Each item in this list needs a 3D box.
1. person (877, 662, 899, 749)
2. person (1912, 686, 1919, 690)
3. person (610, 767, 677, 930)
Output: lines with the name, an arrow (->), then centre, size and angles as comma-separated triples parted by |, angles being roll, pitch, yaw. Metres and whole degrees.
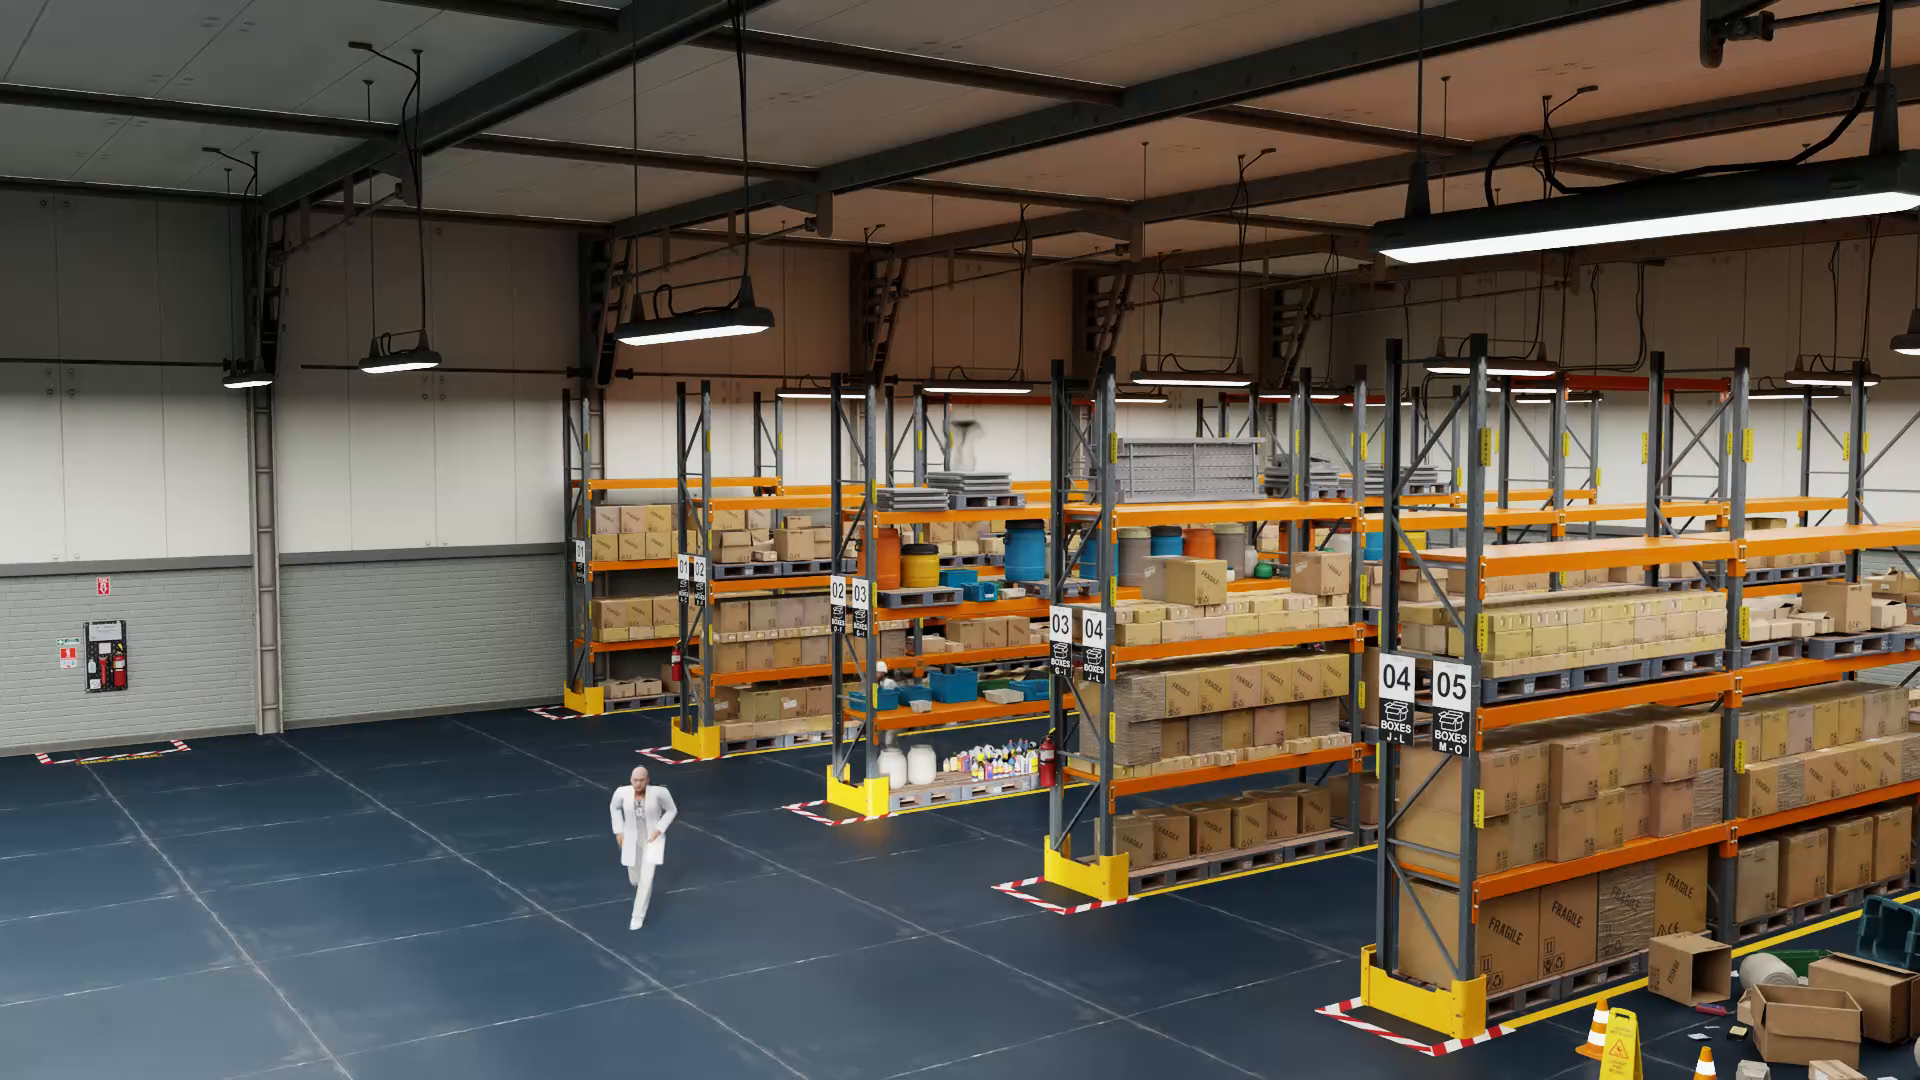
person -> -1.167, 2.689, 25.390 | 0.645, 1.699, 0.738 | 3, 5, 36
person -> 13.353, 2.848, 23.143 | 0.724, 1.654, 0.624 | -3, 5, -39
person -> -3.342, 3.202, 17.609 | 0.709, 1.721, 0.837 | 0, 4, -6
